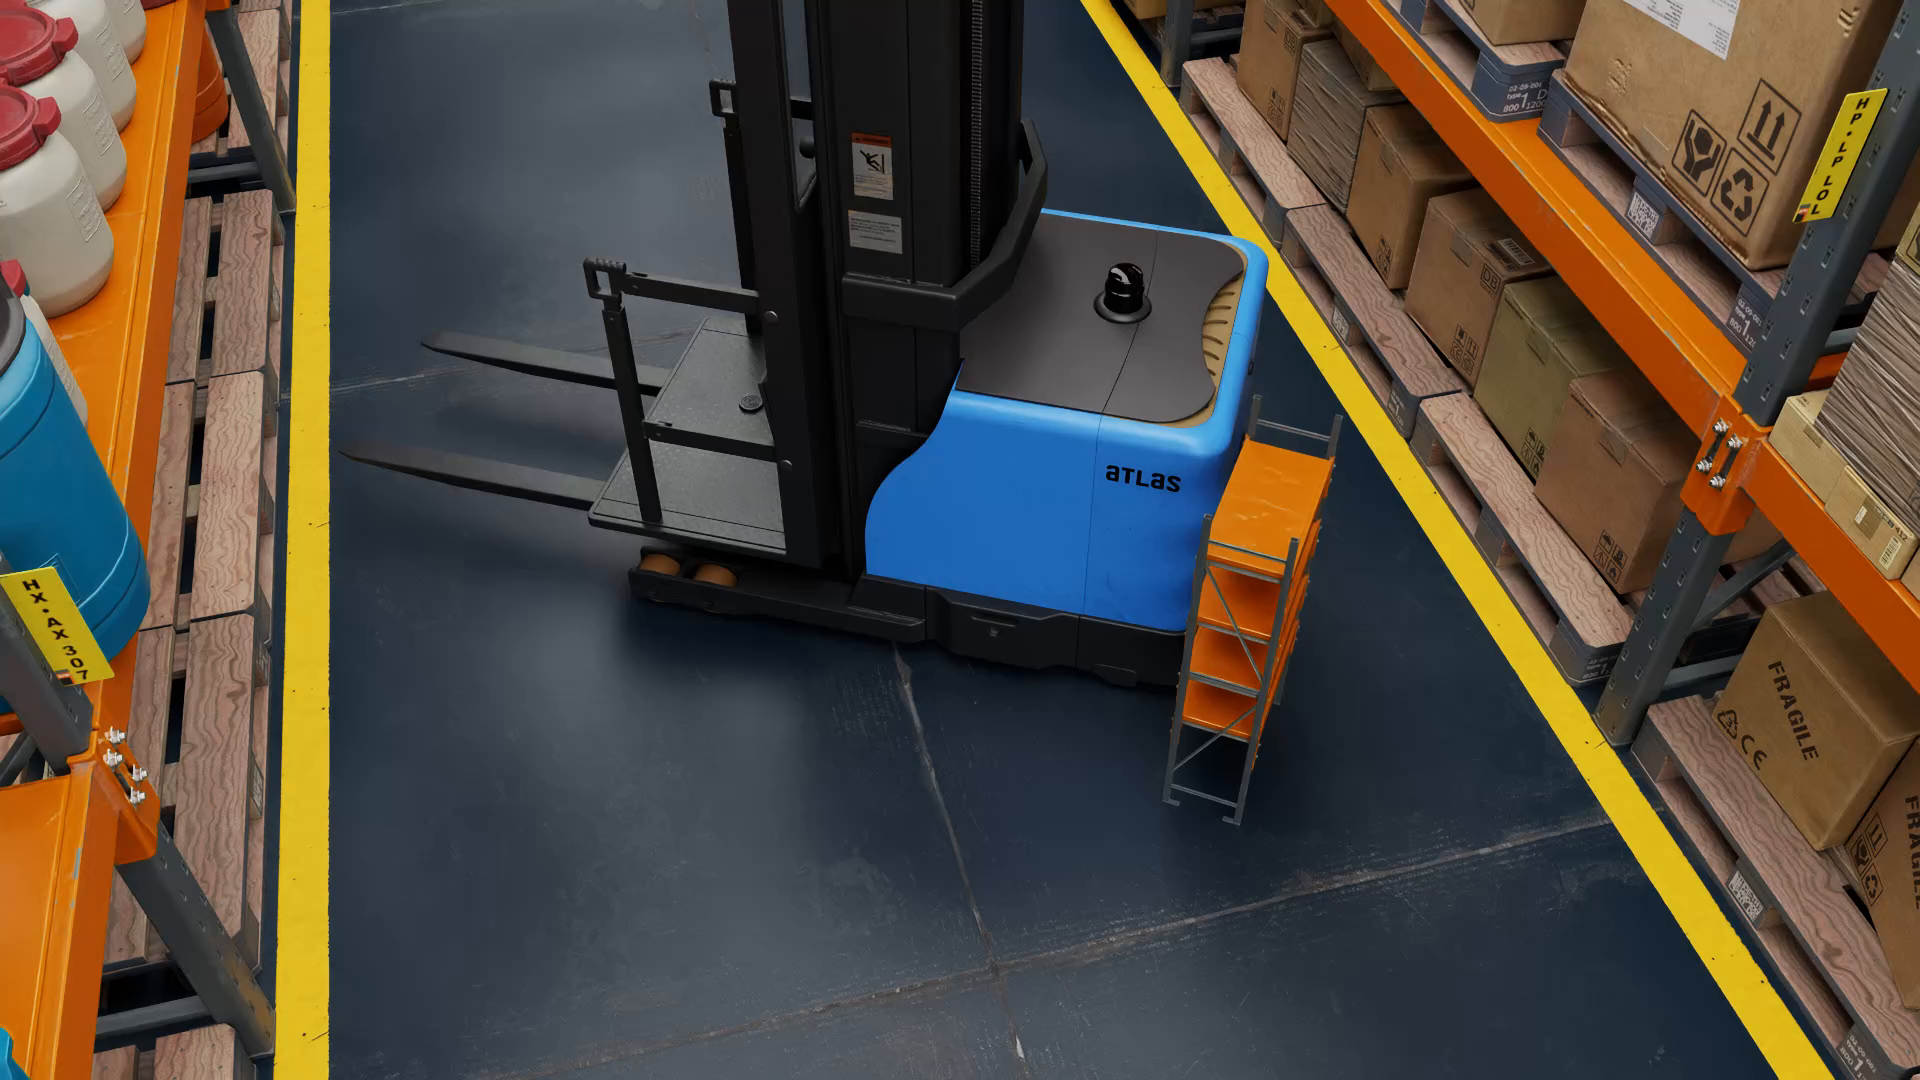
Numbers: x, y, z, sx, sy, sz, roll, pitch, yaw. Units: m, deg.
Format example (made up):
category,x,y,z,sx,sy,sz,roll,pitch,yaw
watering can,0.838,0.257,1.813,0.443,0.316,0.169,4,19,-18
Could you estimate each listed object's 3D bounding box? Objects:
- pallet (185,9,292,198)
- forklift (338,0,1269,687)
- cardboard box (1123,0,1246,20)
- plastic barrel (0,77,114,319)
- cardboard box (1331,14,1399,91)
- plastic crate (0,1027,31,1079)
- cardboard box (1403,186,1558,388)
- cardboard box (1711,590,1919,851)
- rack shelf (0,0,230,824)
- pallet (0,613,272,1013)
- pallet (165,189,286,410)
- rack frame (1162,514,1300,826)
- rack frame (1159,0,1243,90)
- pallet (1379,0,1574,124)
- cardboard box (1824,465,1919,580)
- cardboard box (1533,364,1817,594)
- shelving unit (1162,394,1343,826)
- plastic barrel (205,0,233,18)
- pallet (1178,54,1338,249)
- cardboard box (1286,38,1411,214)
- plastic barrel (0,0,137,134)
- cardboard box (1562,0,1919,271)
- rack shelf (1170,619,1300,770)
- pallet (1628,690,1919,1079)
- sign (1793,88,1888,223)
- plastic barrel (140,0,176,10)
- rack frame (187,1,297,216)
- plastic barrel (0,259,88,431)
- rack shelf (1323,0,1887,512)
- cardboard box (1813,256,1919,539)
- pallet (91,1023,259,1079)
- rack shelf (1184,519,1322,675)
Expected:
category,x,y,z,sx,sy,sz,roll,pitch,yaw
pallet,-3.582,-1.958,7.521,1.003,0.211,1.213,-11,47,-10
forklift,-0.603,-1.138,4.813,3.031,2.935,1.130,10,47,10
cardboard box,1.292,-3.186,7.966,1.225,0.875,0.875,-13,47,-12
plastic barrel,-2.536,-0.890,4.427,0.433,0.535,0.433,0,46,0
cardboard box,1.794,-2.023,6.549,0.500,0.250,0.500,-6,46,-6
plastic crate,-1.770,1.131,2.646,0.499,0.251,0.616,-11,47,-10
cardboard box,2.088,-0.967,6.040,0.700,0.500,0.500,-14,47,-14
cardboard box,2.536,0.470,4.645,0.500,0.500,0.500,-12,47,-12
rack shelf,-2.828,-0.765,4.903,1.077,0.370,4.000,-11,47,-10
pallet,-2.554,0.805,4.813,1.003,0.211,1.213,-11,47,-10
pallet,-3.179,-0.879,6.464,1.003,0.211,1.213,-11,47,-10
rack frame,0.718,0.390,4.527,0.240,1.200,0.015,16,48,15
rack frame,1.448,-3.303,6.887,1.000,3.000,0.127,-11,47,-10
pallet,1.995,-1.876,5.623,1.003,0.211,1.213,-11,47,-10
cardboard box,2.288,-0.075,3.899,0.380,0.149,0.250,-11,47,-10
cardboard box,2.336,-0.248,5.335,0.700,0.500,0.500,-14,47,-13
shelving unit,0.808,0.228,4.686,0.258,1.200,0.503,16,48,15
plastic barrel,-3.770,-2.815,7.802,0.600,0.588,0.708,-11,47,-10
pallet,1.647,-1.787,7.353,1.003,0.211,1.213,-11,47,-10
cardboard box,1.794,-1.742,6.799,0.700,0.500,0.500,-14,47,-14
plastic barrel,-2.762,-1.474,5.016,0.421,0.512,0.421,0,46,0
cardboard box,2.404,-1.472,4.379,1.000,1.000,1.000,-10,46,-10
rack shelf,0.808,0.414,4.876,0.258,0.148,0.480,16,48,15
pallet,2.678,0.892,4.728,1.003,0.211,1.213,-11,47,-10
sign,1.937,-0.842,3.665,0.100,0.325,0.005,-11,47,-10
plastic barrel,-2.928,-2.180,5.691,0.600,0.536,0.708,-11,47,-10
rack frame,-3.340,-2.397,5.999,1.000,3.000,0.127,-11,47,-10
plastic barrel,-2.349,-0.384,3.931,0.433,0.535,0.433,0,46,0
rack shelf,1.960,-1.670,5.790,1.077,0.370,4.000,-11,47,-10
cardboard box,2.528,-0.358,3.723,0.875,0.500,0.500,-11,47,-10
pallet,-2.184,1.812,3.827,1.003,0.211,1.213,-11,47,-10
rack shelf,0.808,0.119,4.574,0.258,0.148,0.480,16,48,15
